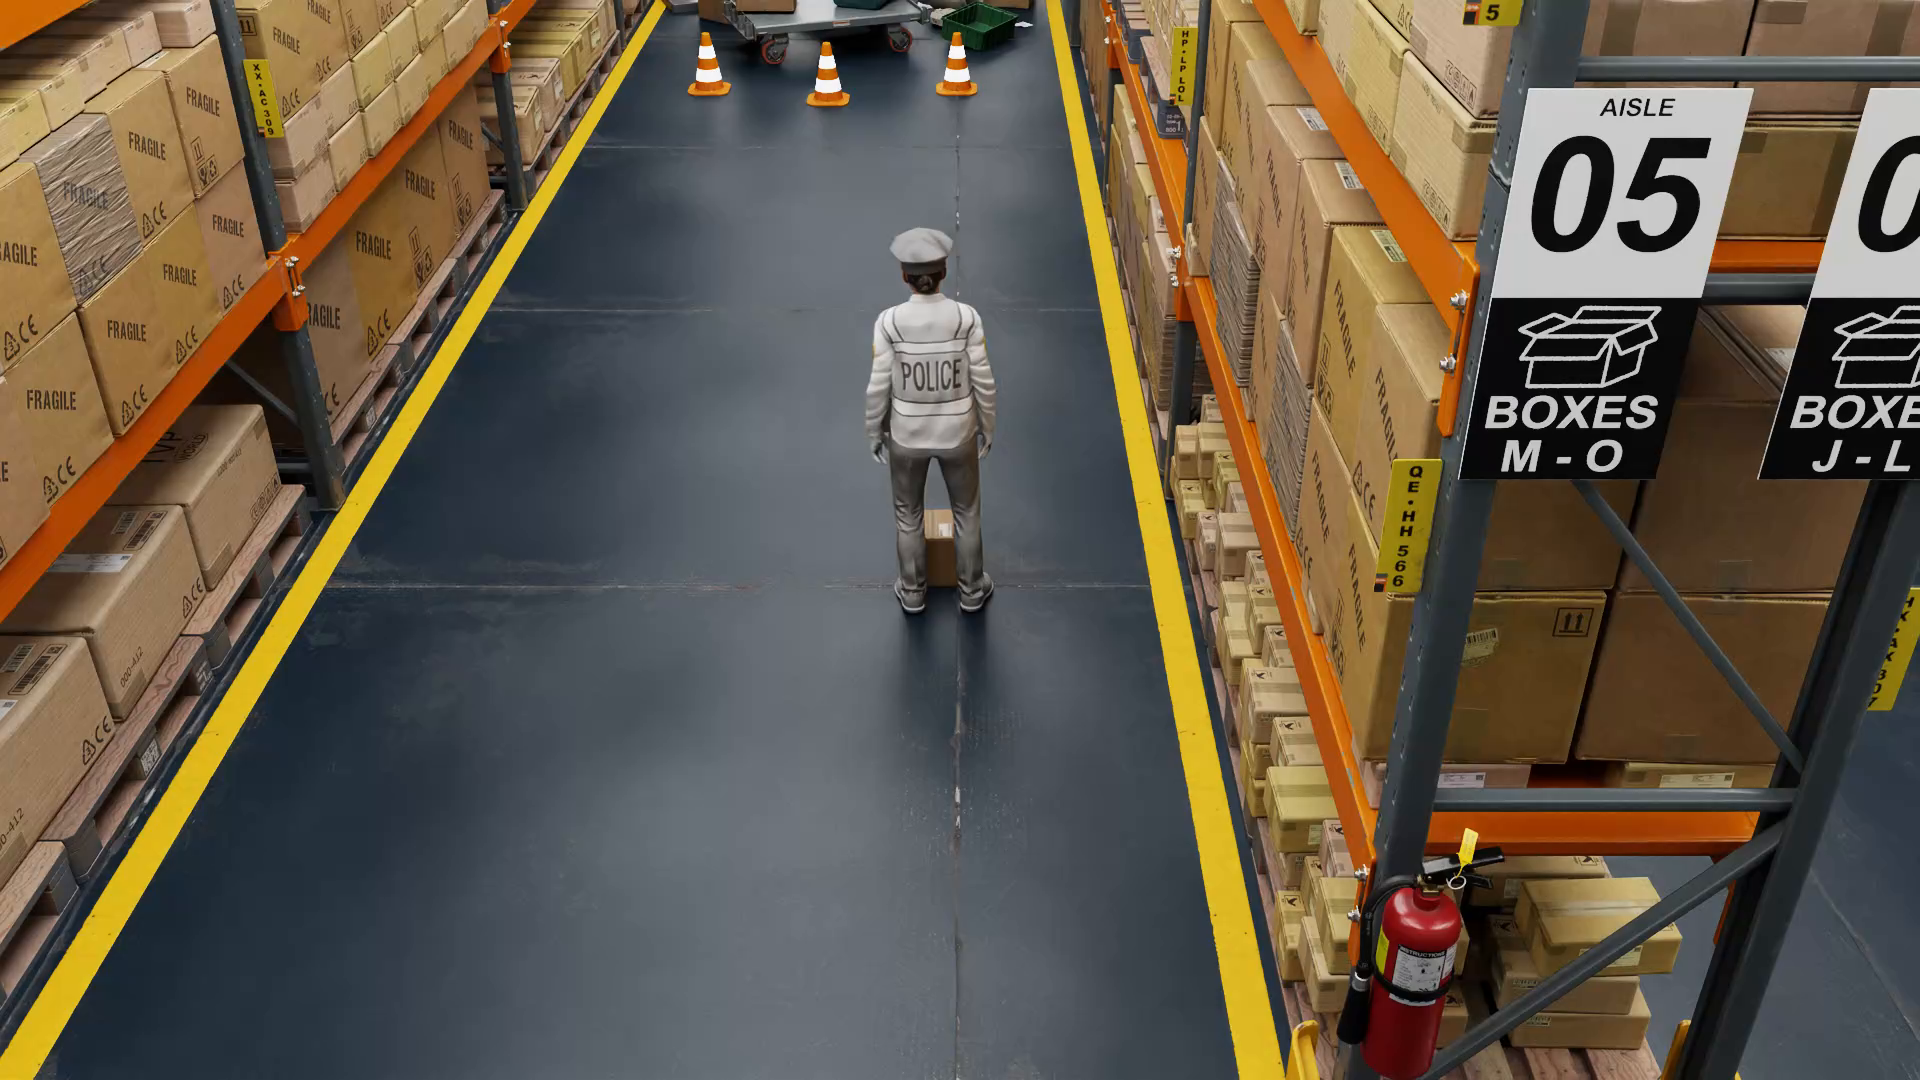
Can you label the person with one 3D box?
[{"bbox_3d":[-0.116,-0.438,6.841,0.541,1.662,0.375,-2,32,-3],"label":"person"}]
